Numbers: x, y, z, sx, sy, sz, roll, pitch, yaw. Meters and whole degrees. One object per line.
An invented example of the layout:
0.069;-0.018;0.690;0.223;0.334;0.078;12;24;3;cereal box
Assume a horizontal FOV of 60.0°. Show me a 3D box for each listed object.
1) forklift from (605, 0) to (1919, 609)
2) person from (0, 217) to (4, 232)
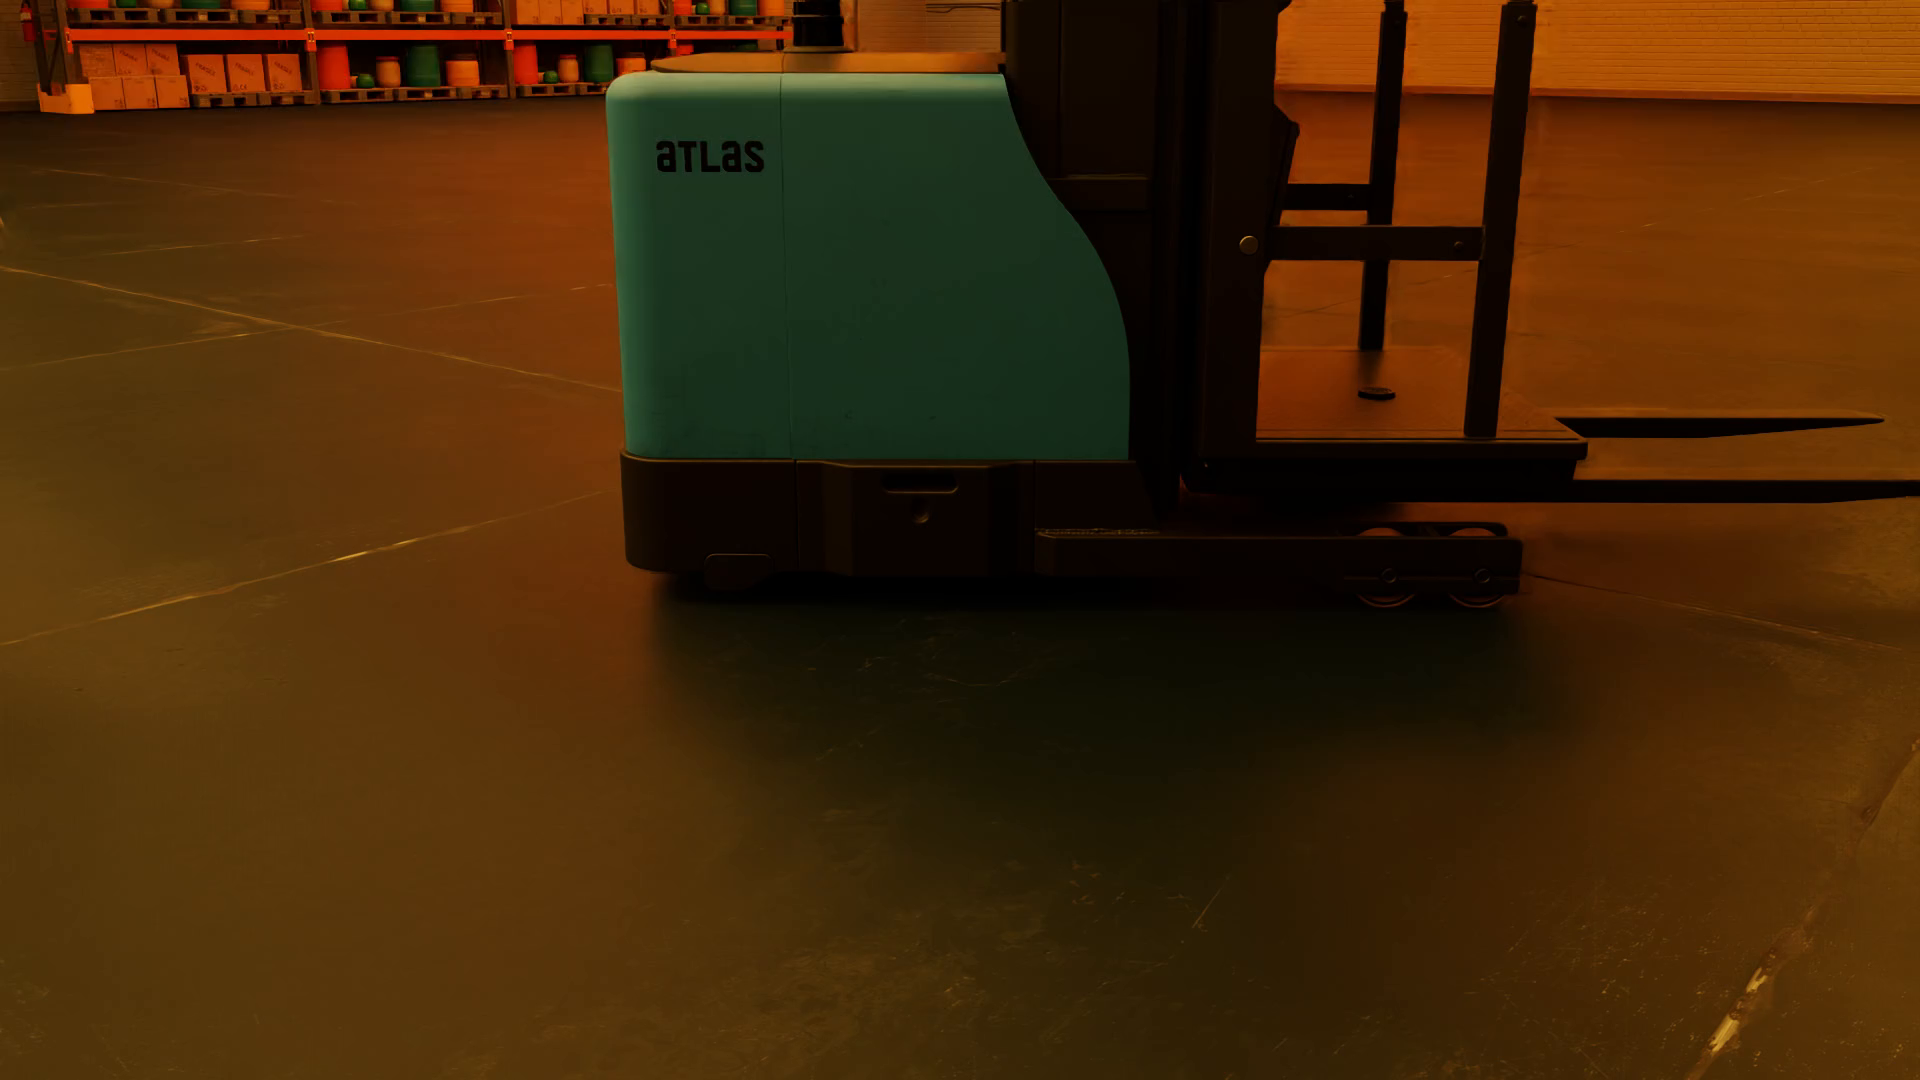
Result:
0.803;-1.415;3.558;3.031;2.935;1.130;0;17;0;forklift
-2.158;-0.490;2.902;0.549;1.664;0.784;14;22;39;person
